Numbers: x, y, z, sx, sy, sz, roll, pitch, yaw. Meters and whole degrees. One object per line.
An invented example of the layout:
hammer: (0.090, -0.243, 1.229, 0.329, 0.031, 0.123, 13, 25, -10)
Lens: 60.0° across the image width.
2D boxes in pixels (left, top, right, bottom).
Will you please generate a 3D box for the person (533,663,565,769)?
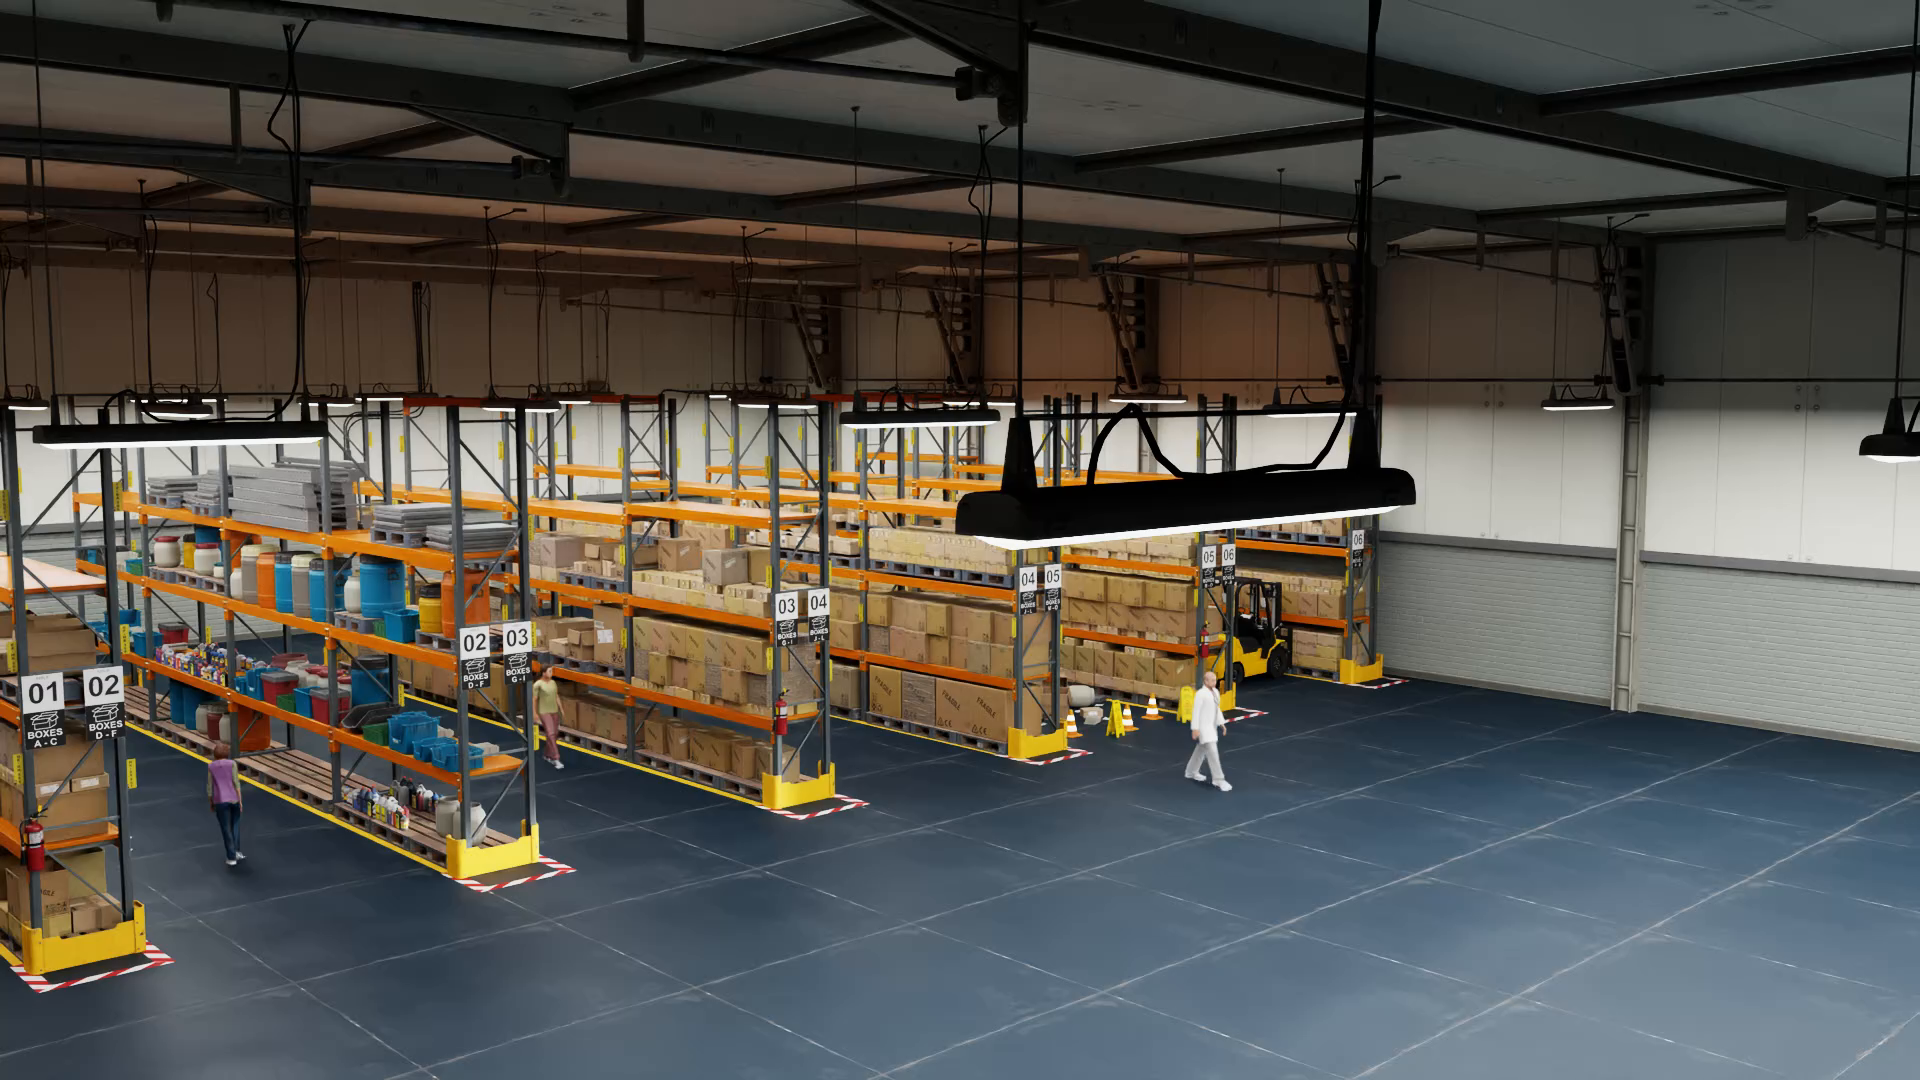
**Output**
person: (-6.682, 2.877, 27.329, 0.745, 1.668, 0.472, 4, 7, 37)

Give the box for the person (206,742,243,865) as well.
person: (-9.567, 3.451, 21.687, 0.421, 1.609, 0.512, -4, 7, -34)

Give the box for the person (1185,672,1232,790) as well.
person: (3.910, 2.941, 25.960, 0.926, 1.766, 0.619, 4, 7, 33)
